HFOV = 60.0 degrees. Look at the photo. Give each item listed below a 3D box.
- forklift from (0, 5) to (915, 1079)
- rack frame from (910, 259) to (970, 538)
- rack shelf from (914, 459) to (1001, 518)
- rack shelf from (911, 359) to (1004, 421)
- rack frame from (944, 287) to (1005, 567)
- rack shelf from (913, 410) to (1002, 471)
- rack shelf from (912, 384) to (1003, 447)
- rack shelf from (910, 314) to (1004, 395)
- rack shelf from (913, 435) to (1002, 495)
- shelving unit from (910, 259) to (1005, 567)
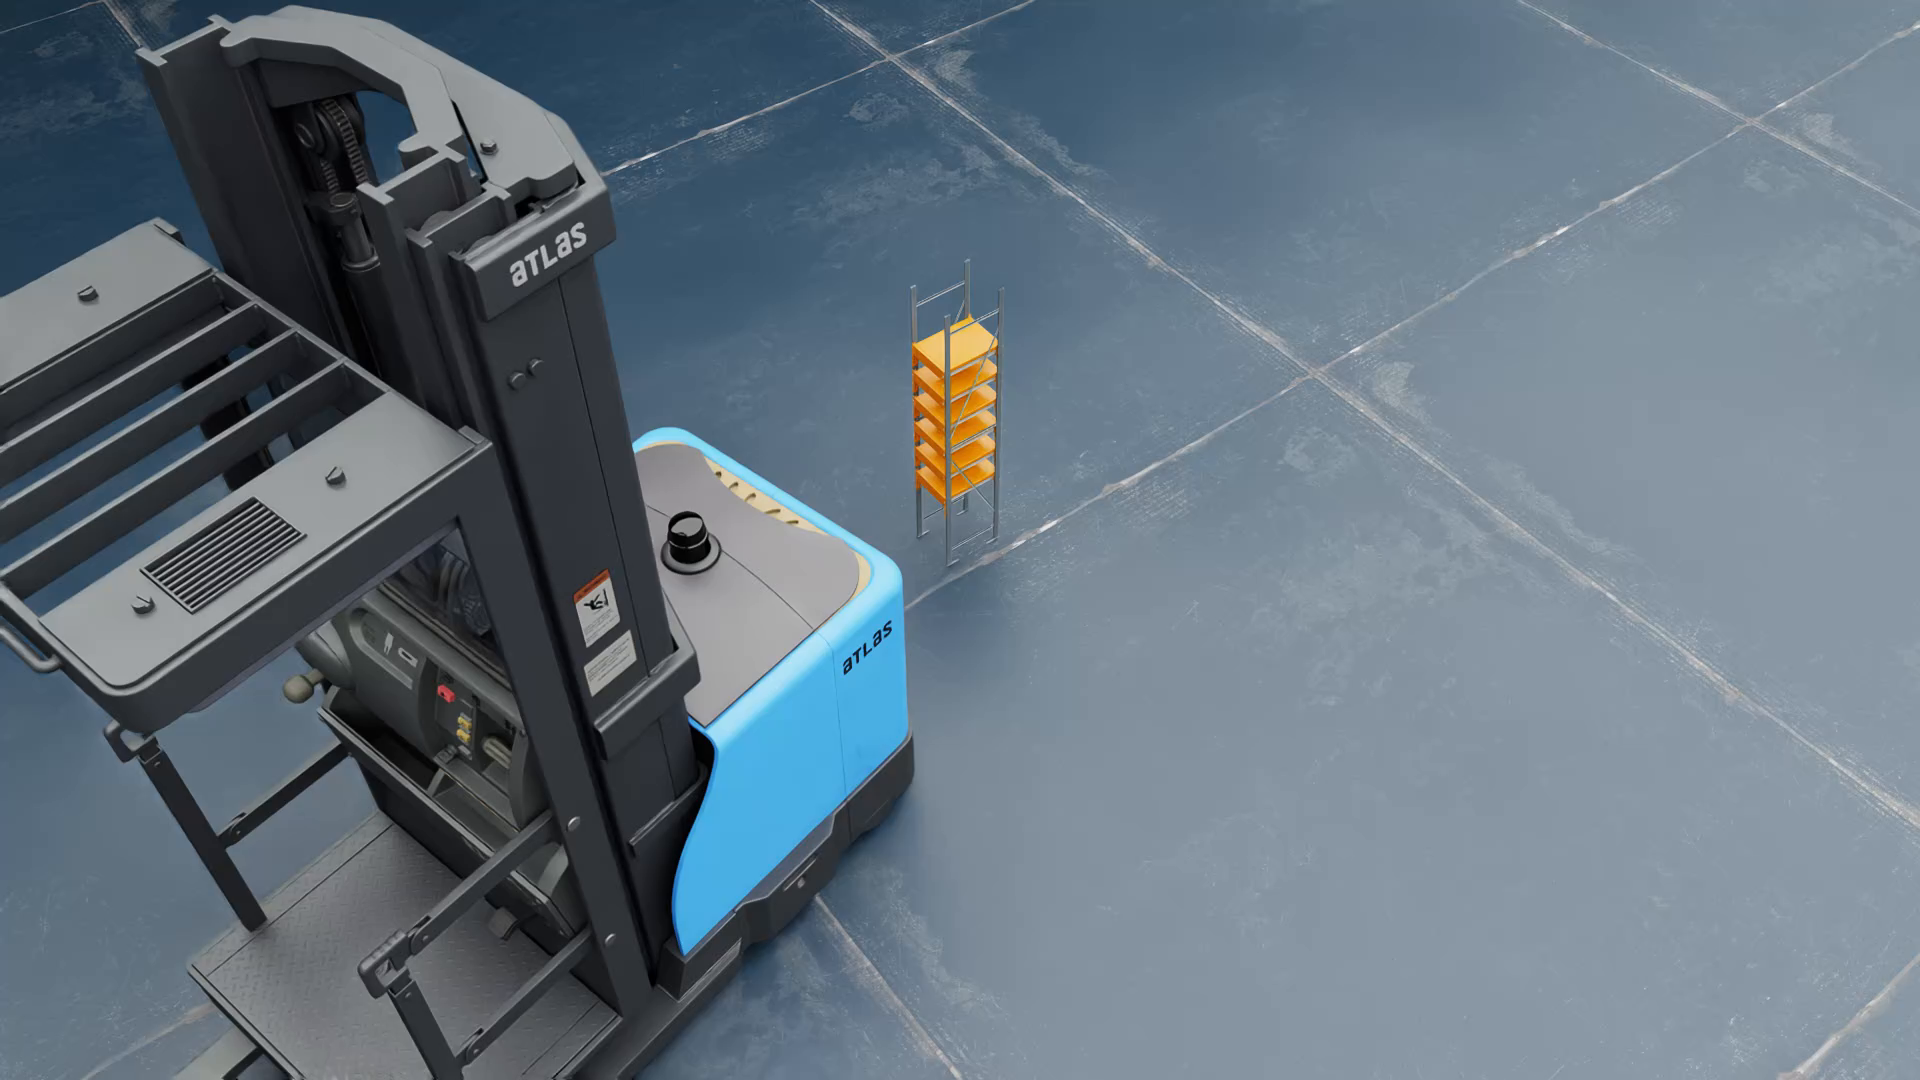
[{"bbox_3d":[-1.471,0.434,3.879,1.130,2.935,3.031,31,55,25],"label":"forklift"},{"bbox_3d":[-0.064,-0.465,5.862,0.240,1.200,0.006,-29,54,-24],"label":"rack frame"},{"bbox_3d":[-0.009,-0.220,6.024,0.258,0.103,0.180,-29,54,-24],"label":"rack shelf"},{"bbox_3d":[-0.009,-0.543,5.668,0.258,0.103,0.180,-29,54,-24],"label":"rack shelf"},{"bbox_3d":[0.047,-0.358,5.764,0.240,1.200,0.006,-29,54,-24],"label":"rack frame"},{"bbox_3d":[-0.009,-0.382,5.846,0.258,0.103,0.180,-29,54,-24],"label":"rack shelf"},{"bbox_3d":[-0.009,-0.462,5.757,0.258,0.103,0.180,-29,54,-24],"label":"rack shelf"},{"bbox_3d":[-0.009,-0.623,5.579,0.258,0.103,0.180,-29,54,-24],"label":"rack shelf"},{"bbox_3d":[-0.009,-0.301,5.935,0.258,0.103,0.180,-29,54,-24],"label":"rack shelf"},{"bbox_3d":[-0.009,-0.412,5.813,0.258,1.200,0.189,-29,54,-24],"label":"shelving unit"}]
